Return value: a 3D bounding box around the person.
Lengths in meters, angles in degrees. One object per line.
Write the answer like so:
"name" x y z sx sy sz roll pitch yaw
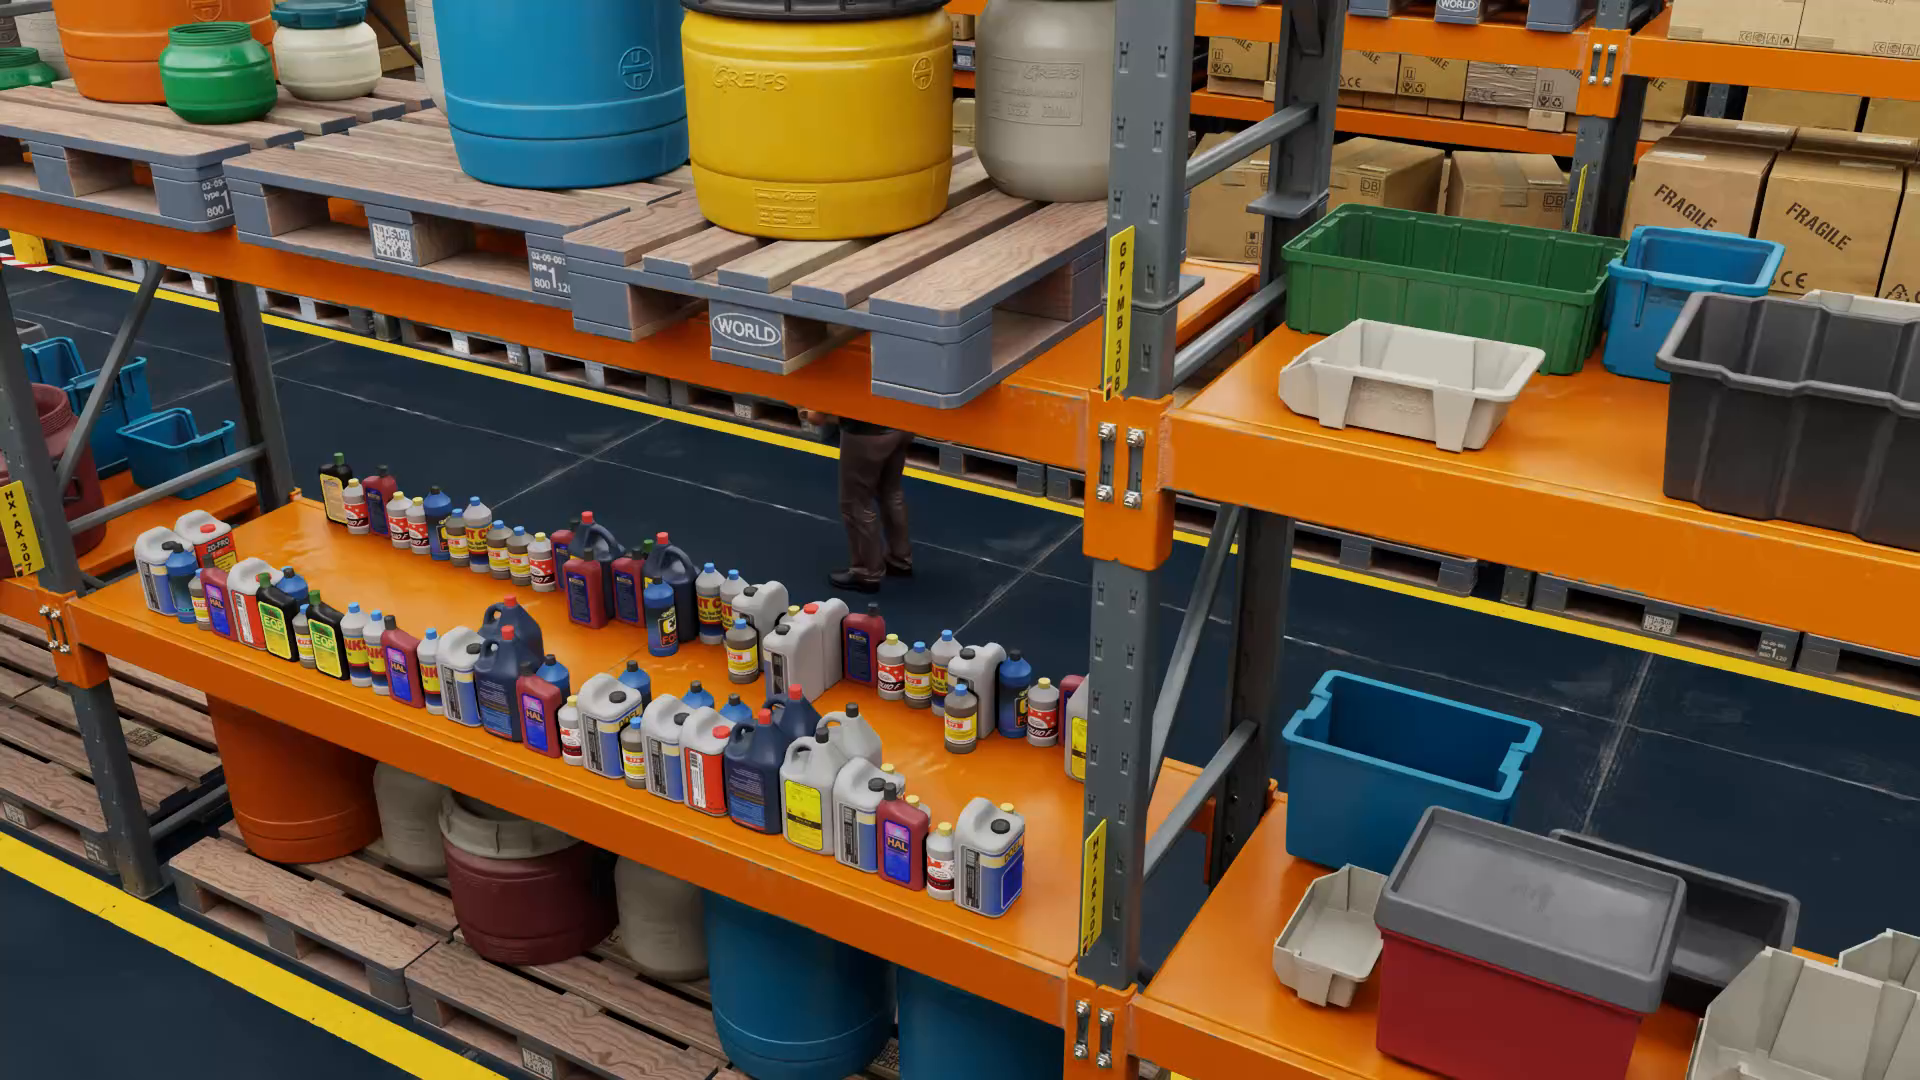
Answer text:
"person" -0.504 -0.567 8.293 0.555 1.718 0.495 14 30 27
